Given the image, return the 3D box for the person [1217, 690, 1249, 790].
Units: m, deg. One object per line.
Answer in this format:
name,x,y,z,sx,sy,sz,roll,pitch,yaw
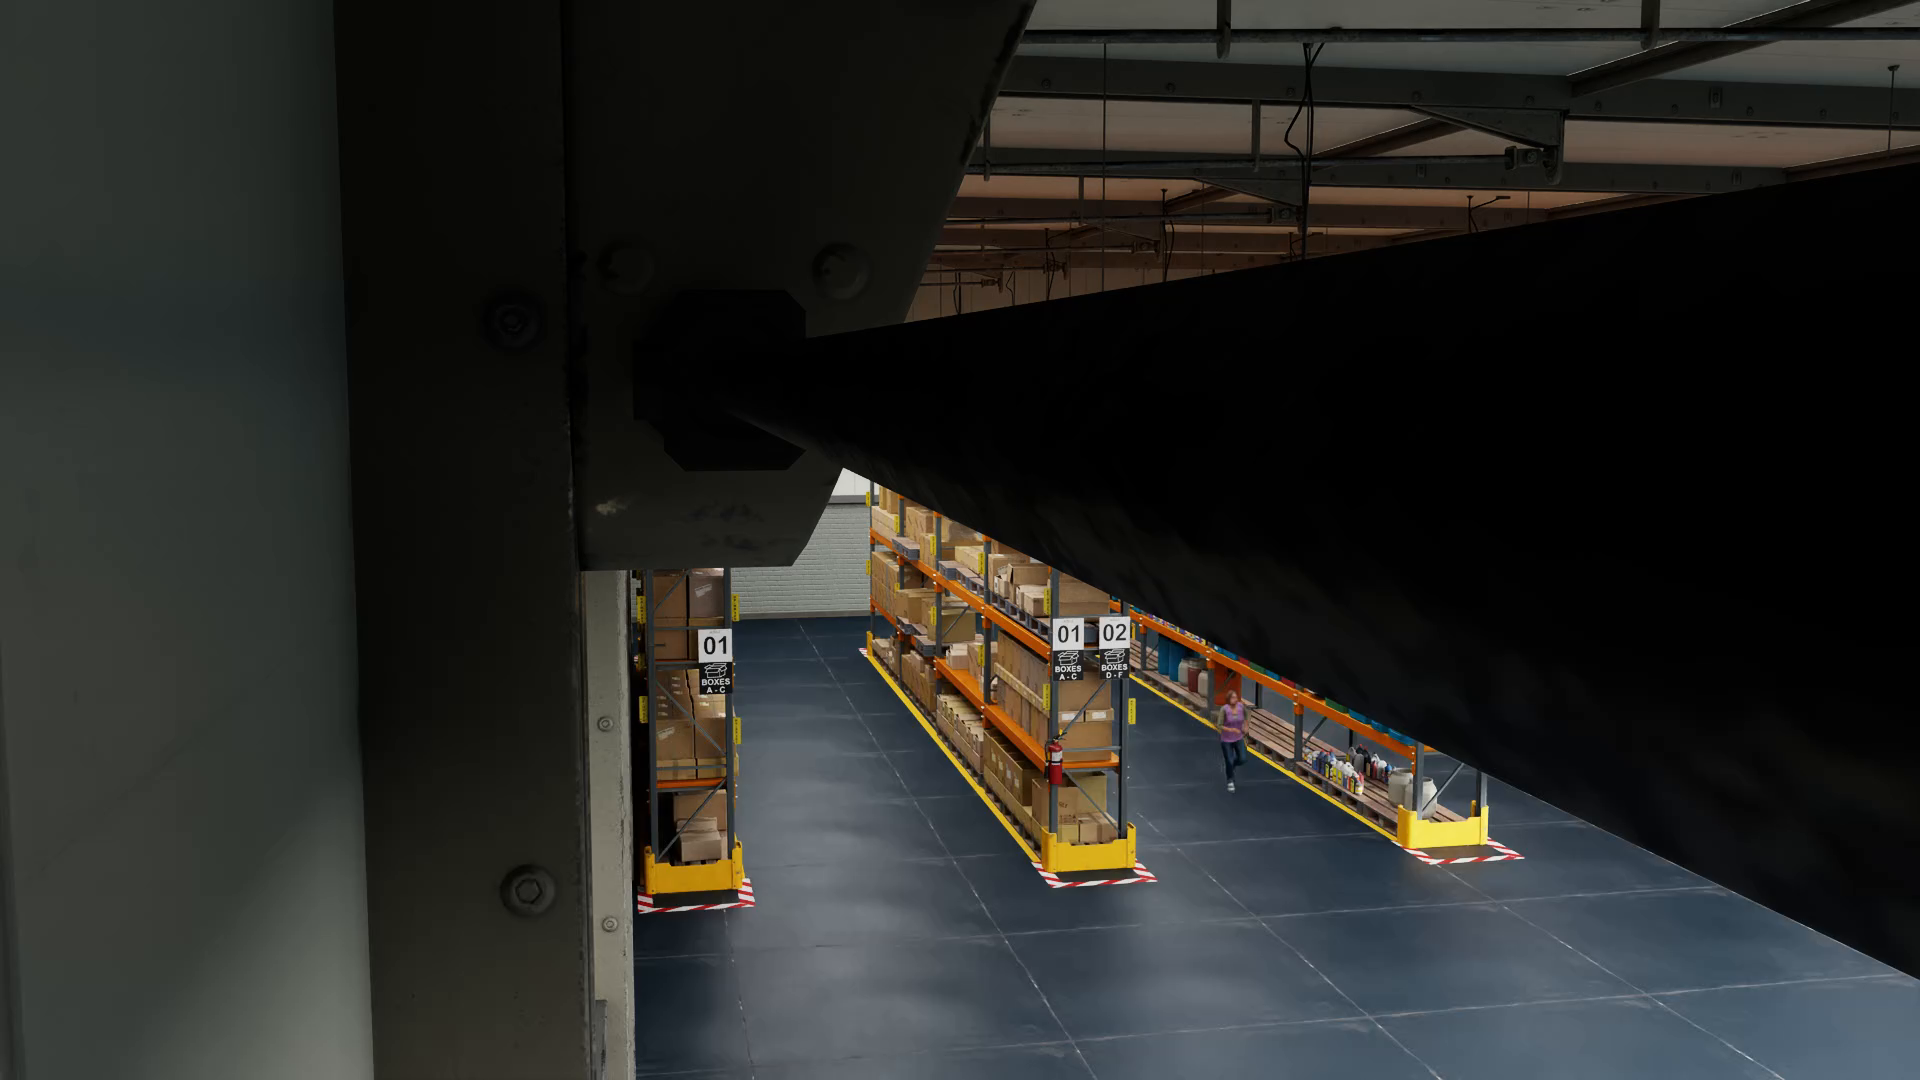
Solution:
person,4.084,2.993,24.690,0.578,1.533,0.629,-1,6,-12
